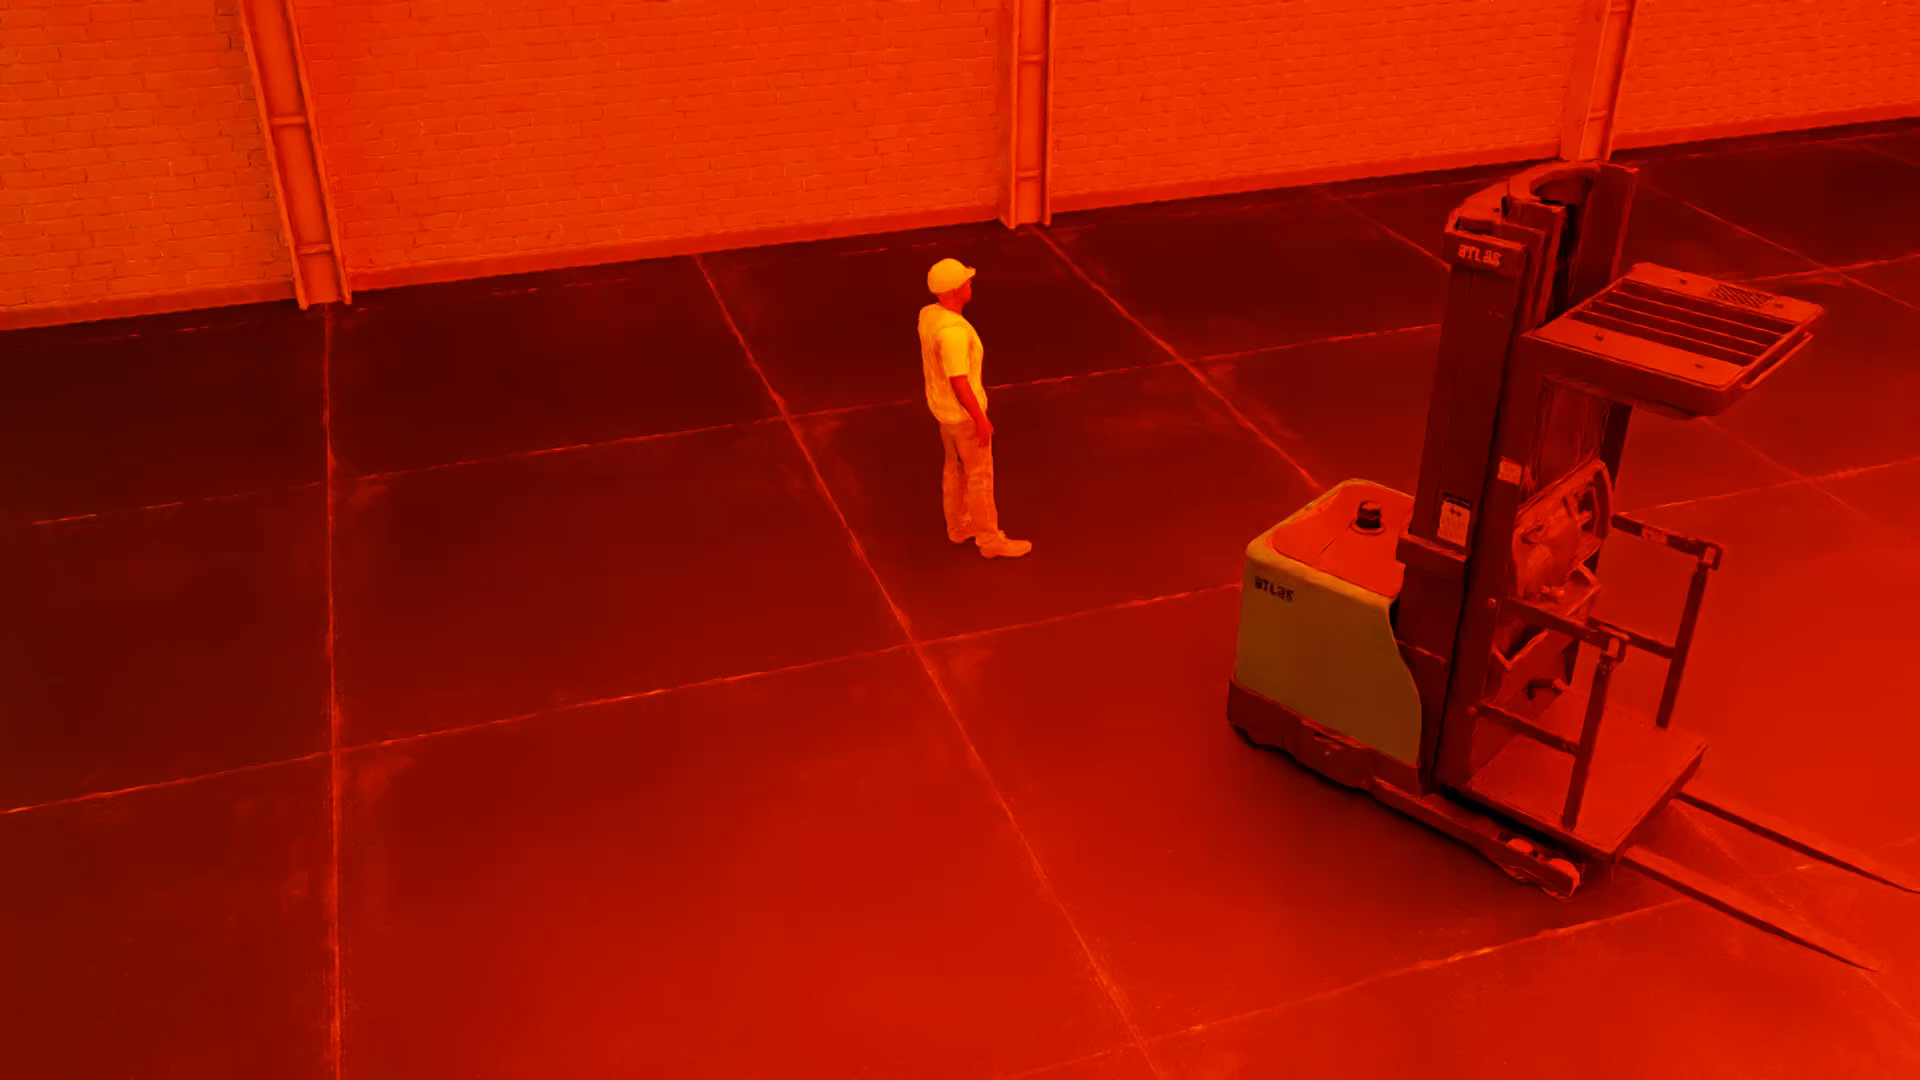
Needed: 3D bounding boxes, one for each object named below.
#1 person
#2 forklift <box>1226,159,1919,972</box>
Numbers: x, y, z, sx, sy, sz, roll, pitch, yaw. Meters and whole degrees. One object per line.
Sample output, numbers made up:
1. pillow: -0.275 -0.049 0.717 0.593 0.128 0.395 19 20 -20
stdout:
1. person: 0.068 -0.780 9.597 0.576 1.766 0.665 -10 31 -16
2. forklift: 2.761 0.001 7.085 3.031 2.935 1.130 25 38 36
